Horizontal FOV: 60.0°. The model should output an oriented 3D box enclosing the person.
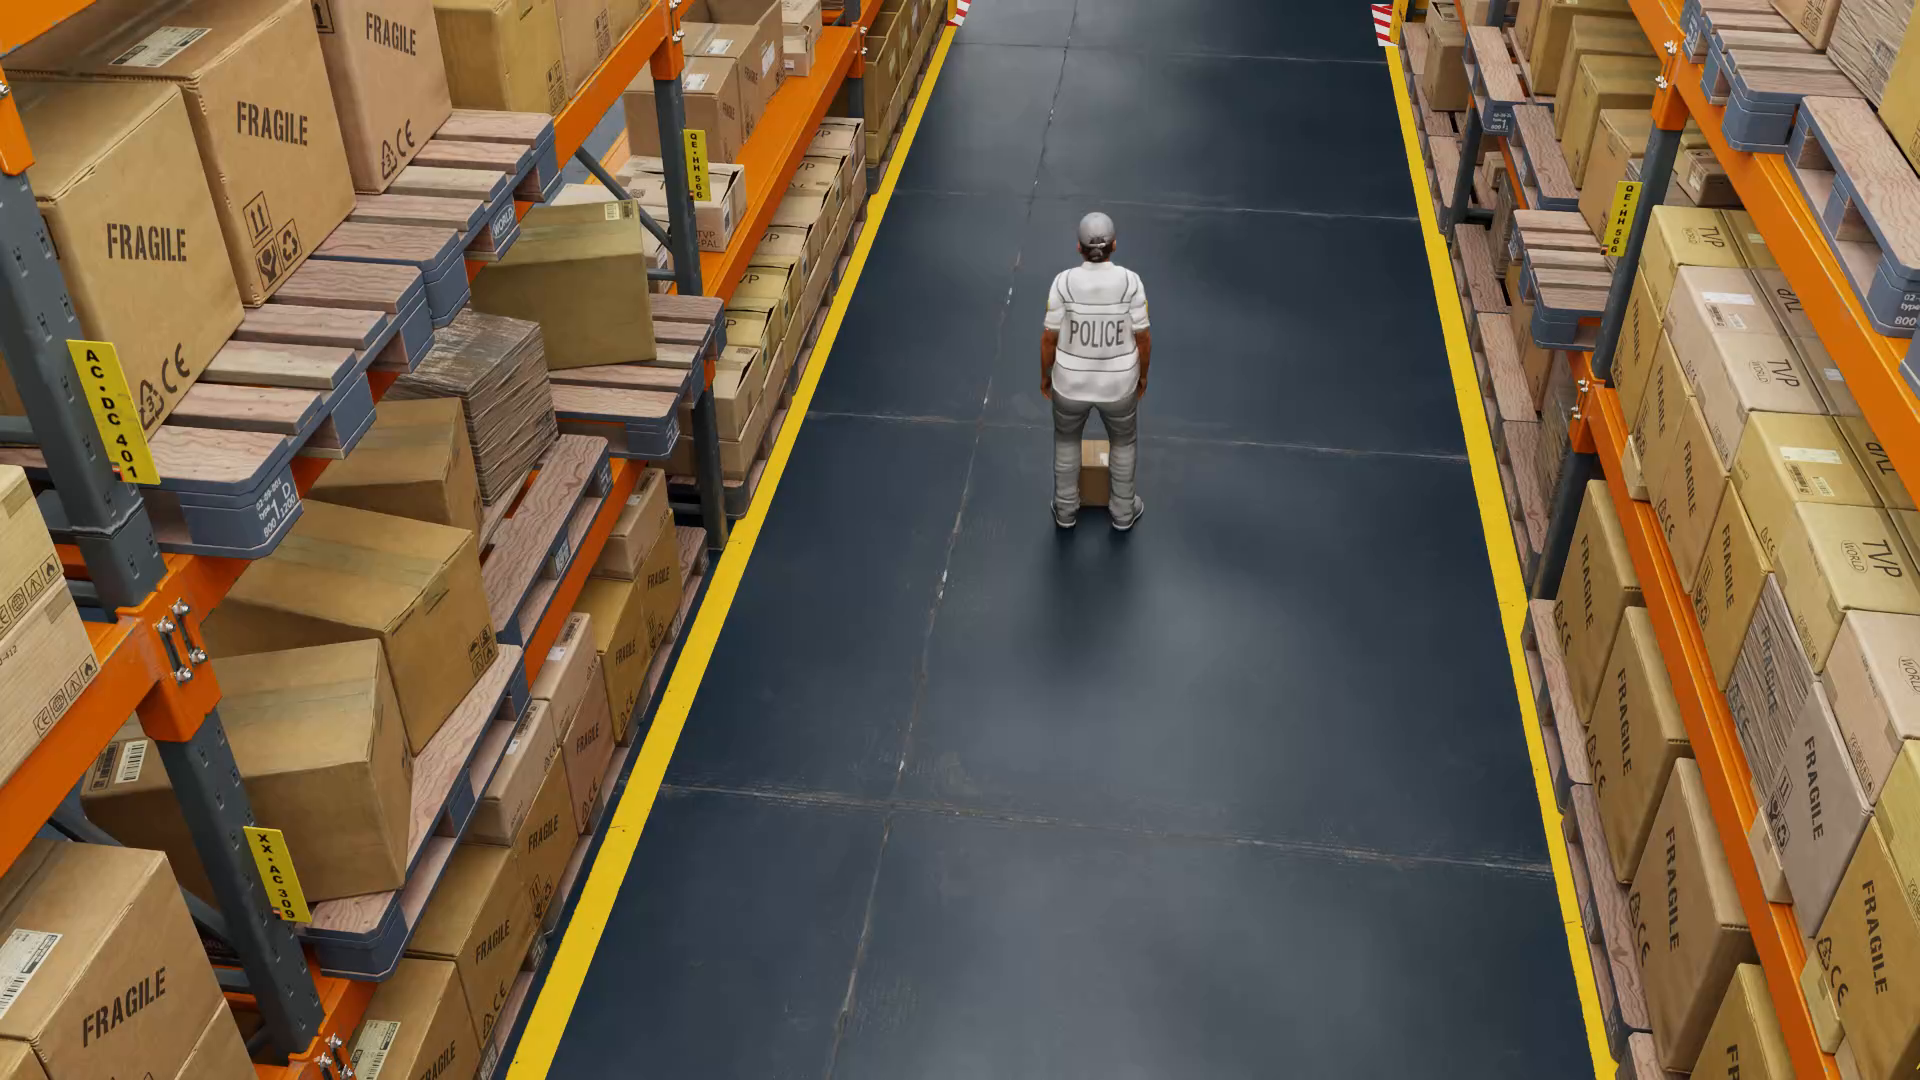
[{"bbox_3d":[0.669,-0.793,8.111,0.561,1.665,0.471,2,36,3],"label":"person"}]
